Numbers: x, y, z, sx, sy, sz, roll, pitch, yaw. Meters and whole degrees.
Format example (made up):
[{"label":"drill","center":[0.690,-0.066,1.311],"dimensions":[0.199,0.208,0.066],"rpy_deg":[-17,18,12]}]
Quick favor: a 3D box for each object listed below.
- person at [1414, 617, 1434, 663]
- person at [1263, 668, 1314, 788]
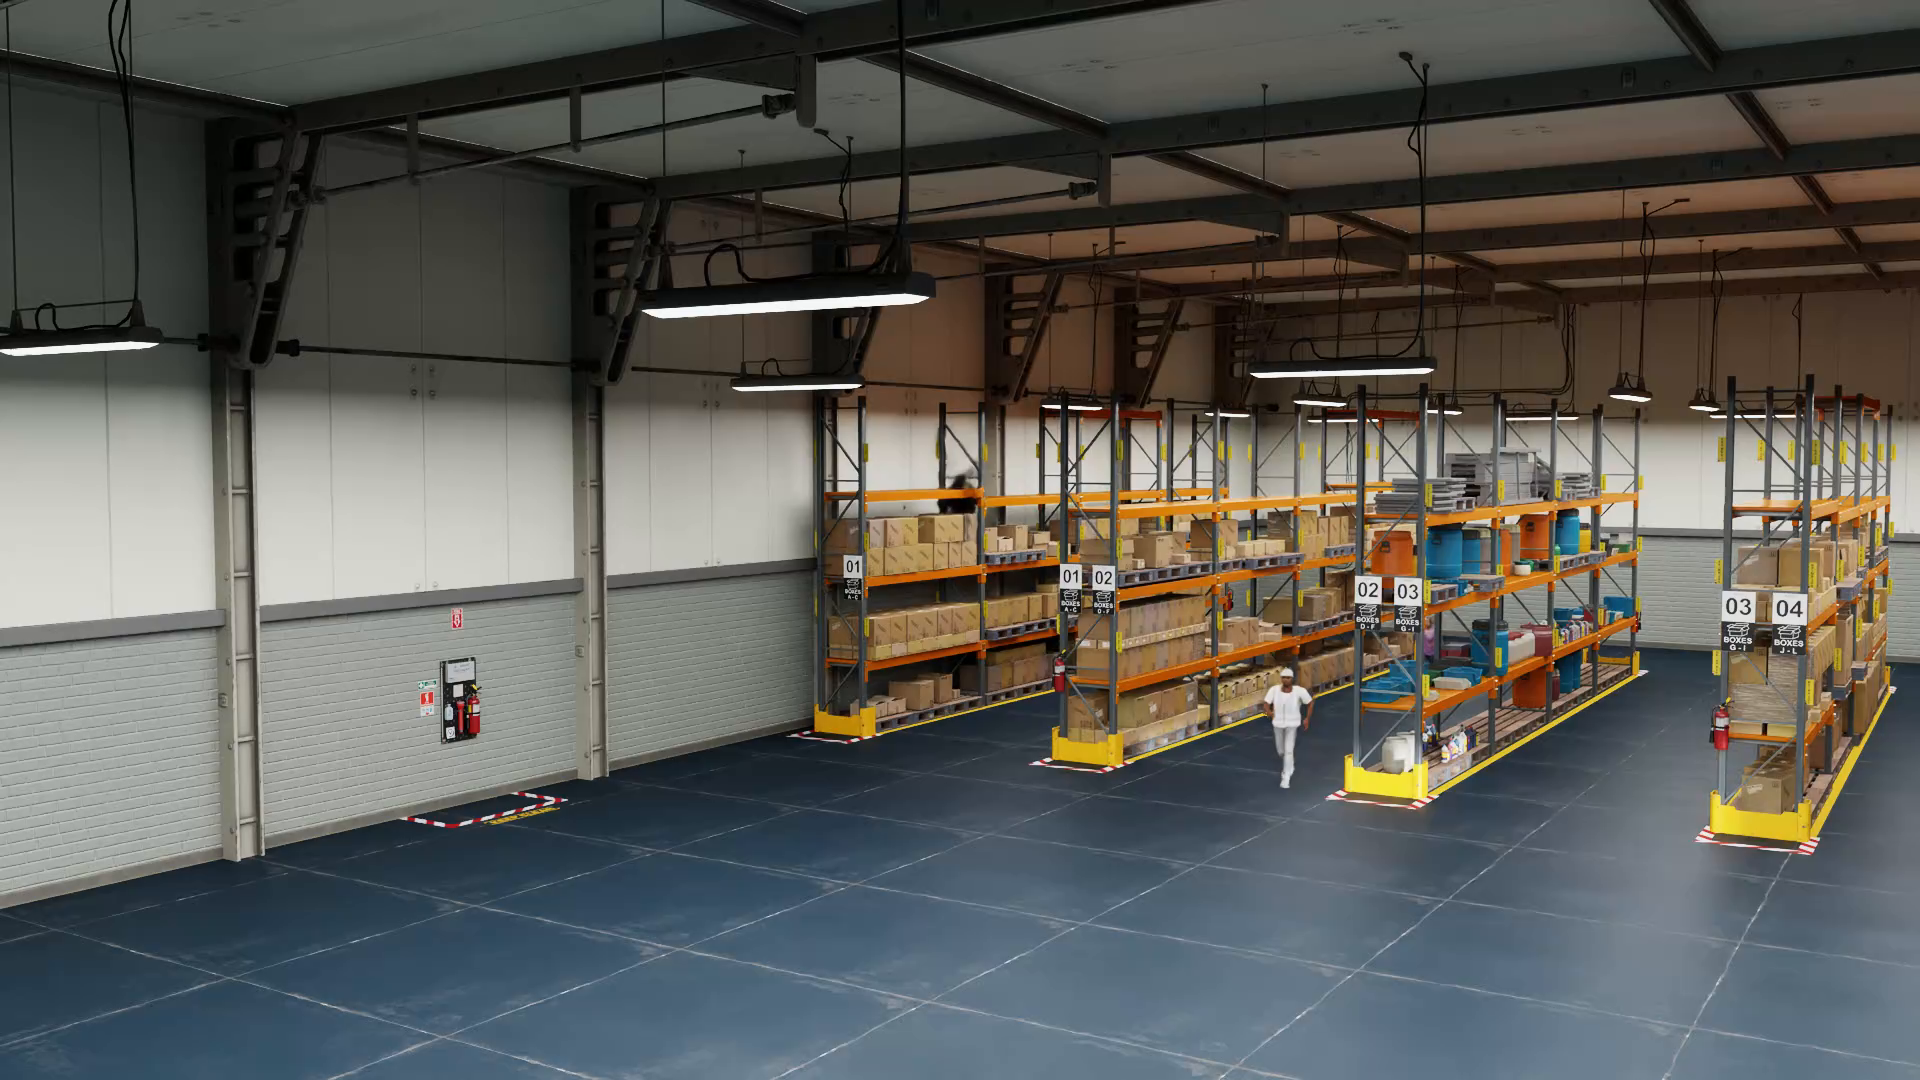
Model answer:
[{"label":"person","center":[9.708,2.388,34.577],"dimensions":[0.539,1.595,0.874],"rpy_deg":[1,3,23]},{"label":"person","center":[4.952,2.816,25.184],"dimensions":[0.738,1.765,0.861],"rpy_deg":[1,3,25]}]
